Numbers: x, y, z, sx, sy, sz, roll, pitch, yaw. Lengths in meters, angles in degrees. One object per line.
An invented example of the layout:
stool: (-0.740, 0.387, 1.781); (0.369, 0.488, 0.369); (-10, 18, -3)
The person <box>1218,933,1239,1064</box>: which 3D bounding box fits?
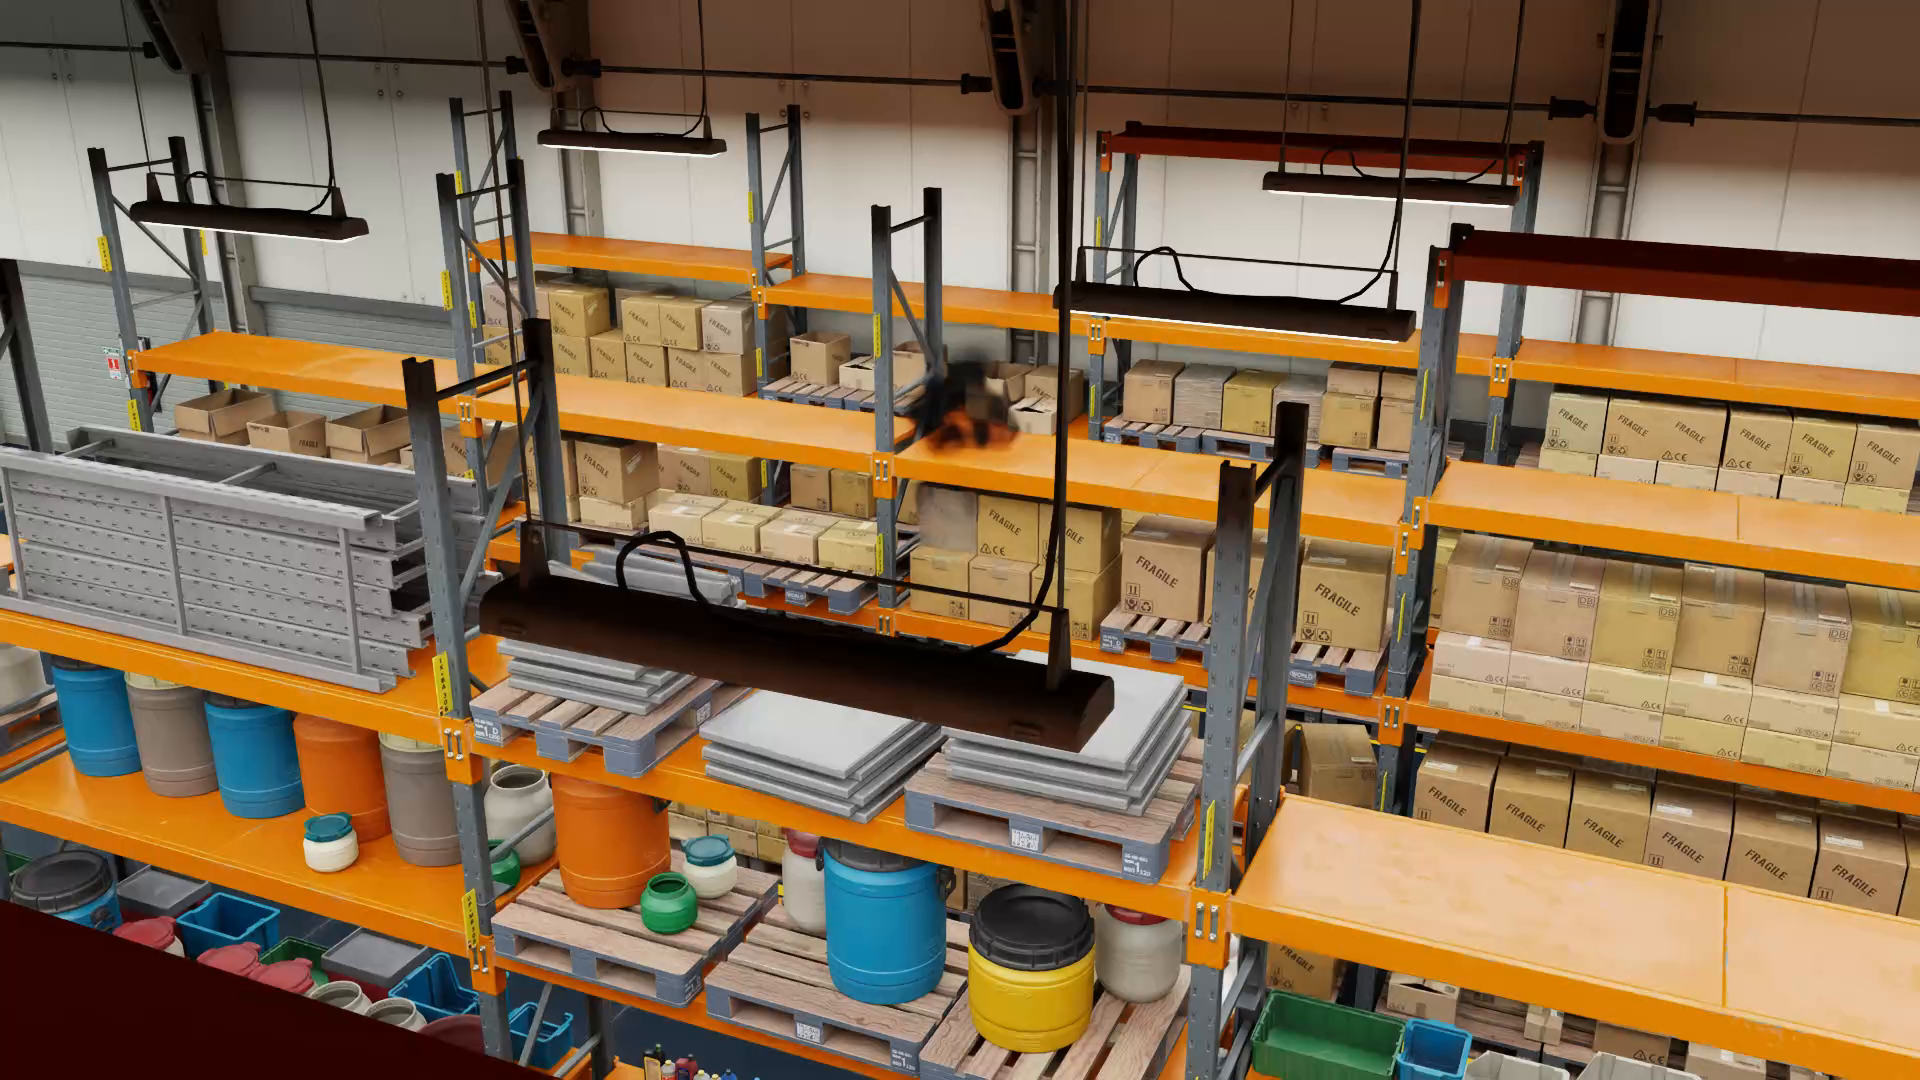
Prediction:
person: (1.723, 3.372, 11.265); (0.625, 1.716, 0.700); (6, 21, 16)
